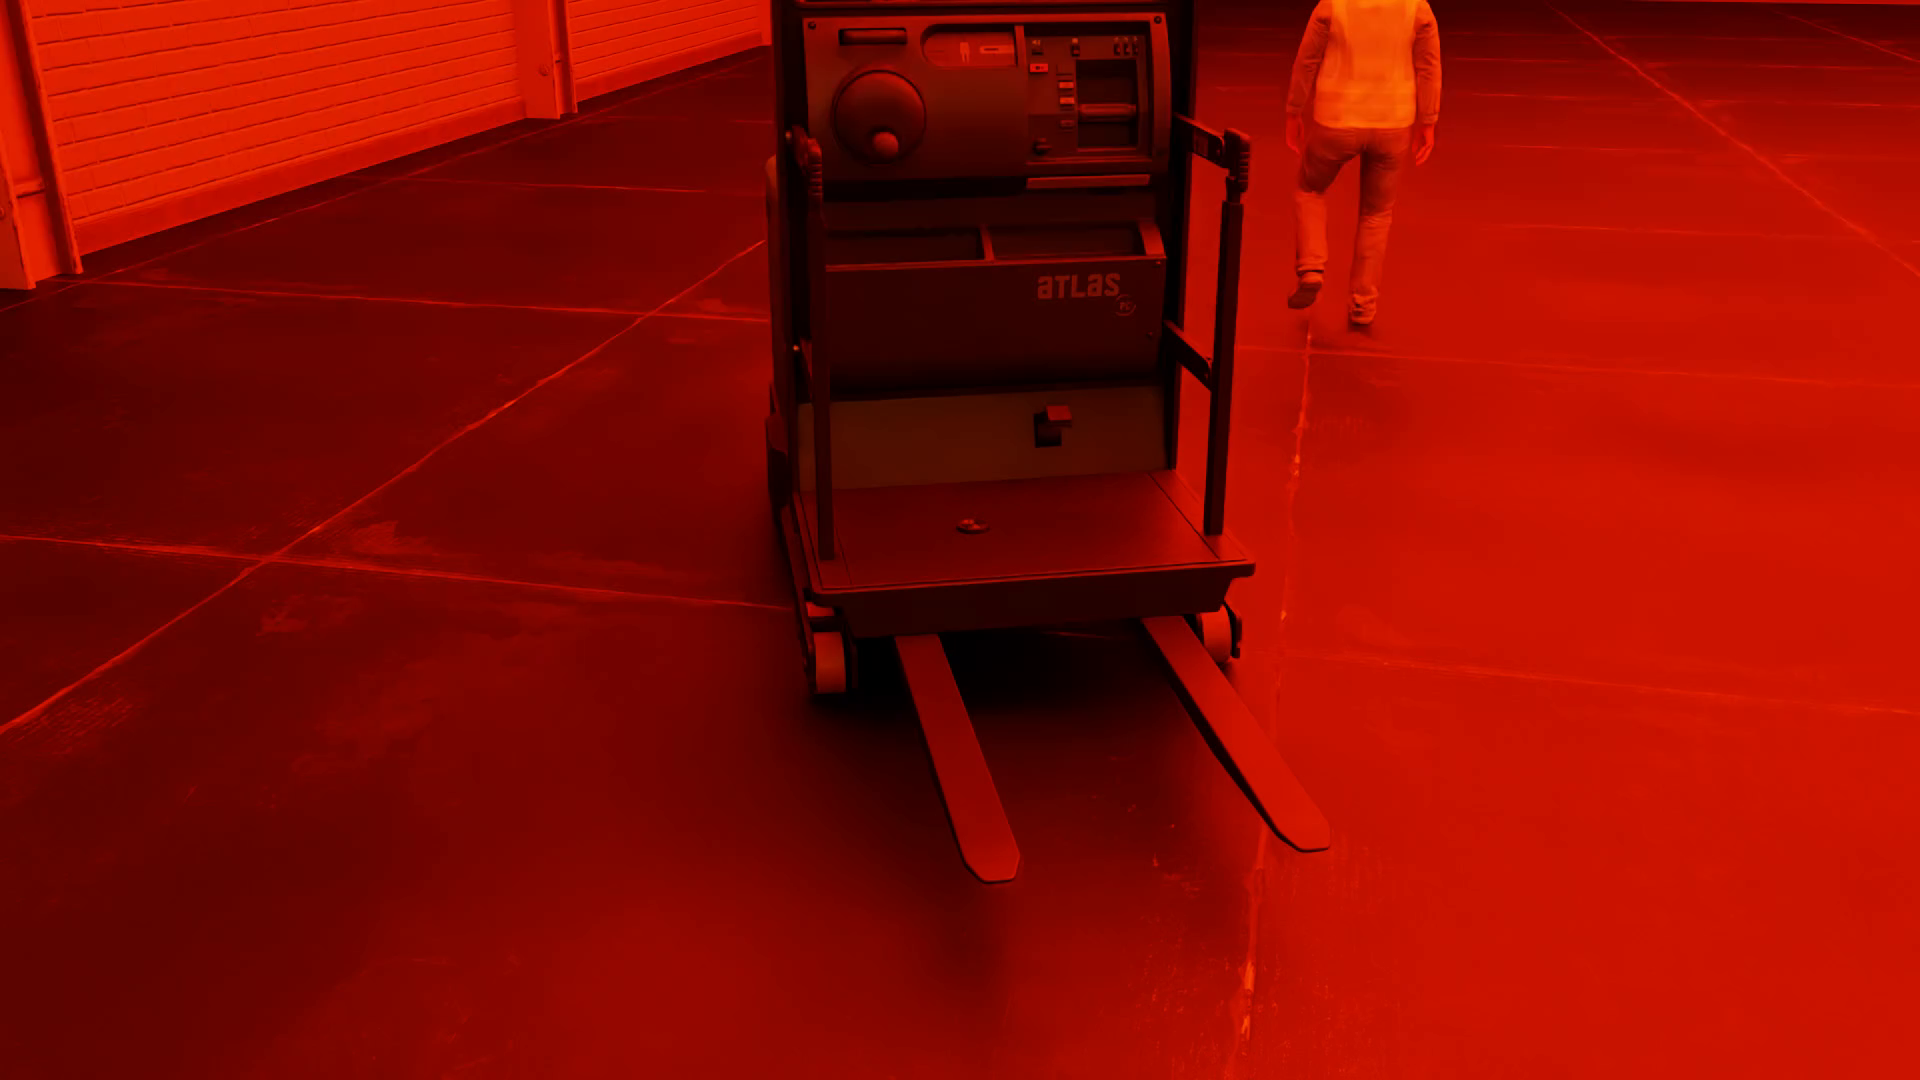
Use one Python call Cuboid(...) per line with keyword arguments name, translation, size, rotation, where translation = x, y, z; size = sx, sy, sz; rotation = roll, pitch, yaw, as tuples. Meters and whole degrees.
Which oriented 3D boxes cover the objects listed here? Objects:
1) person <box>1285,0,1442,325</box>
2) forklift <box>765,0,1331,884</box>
Cuboid(name="person", translation=(1.776, -1.867, 7.409), size=(0.655, 1.757, 0.484), rotation=(3, 22, 7))
Cuboid(name="forklift", translation=(0.112, -1.112, 3.994), size=(1.130, 2.935, 3.031), rotation=(-4, 22, -9))
